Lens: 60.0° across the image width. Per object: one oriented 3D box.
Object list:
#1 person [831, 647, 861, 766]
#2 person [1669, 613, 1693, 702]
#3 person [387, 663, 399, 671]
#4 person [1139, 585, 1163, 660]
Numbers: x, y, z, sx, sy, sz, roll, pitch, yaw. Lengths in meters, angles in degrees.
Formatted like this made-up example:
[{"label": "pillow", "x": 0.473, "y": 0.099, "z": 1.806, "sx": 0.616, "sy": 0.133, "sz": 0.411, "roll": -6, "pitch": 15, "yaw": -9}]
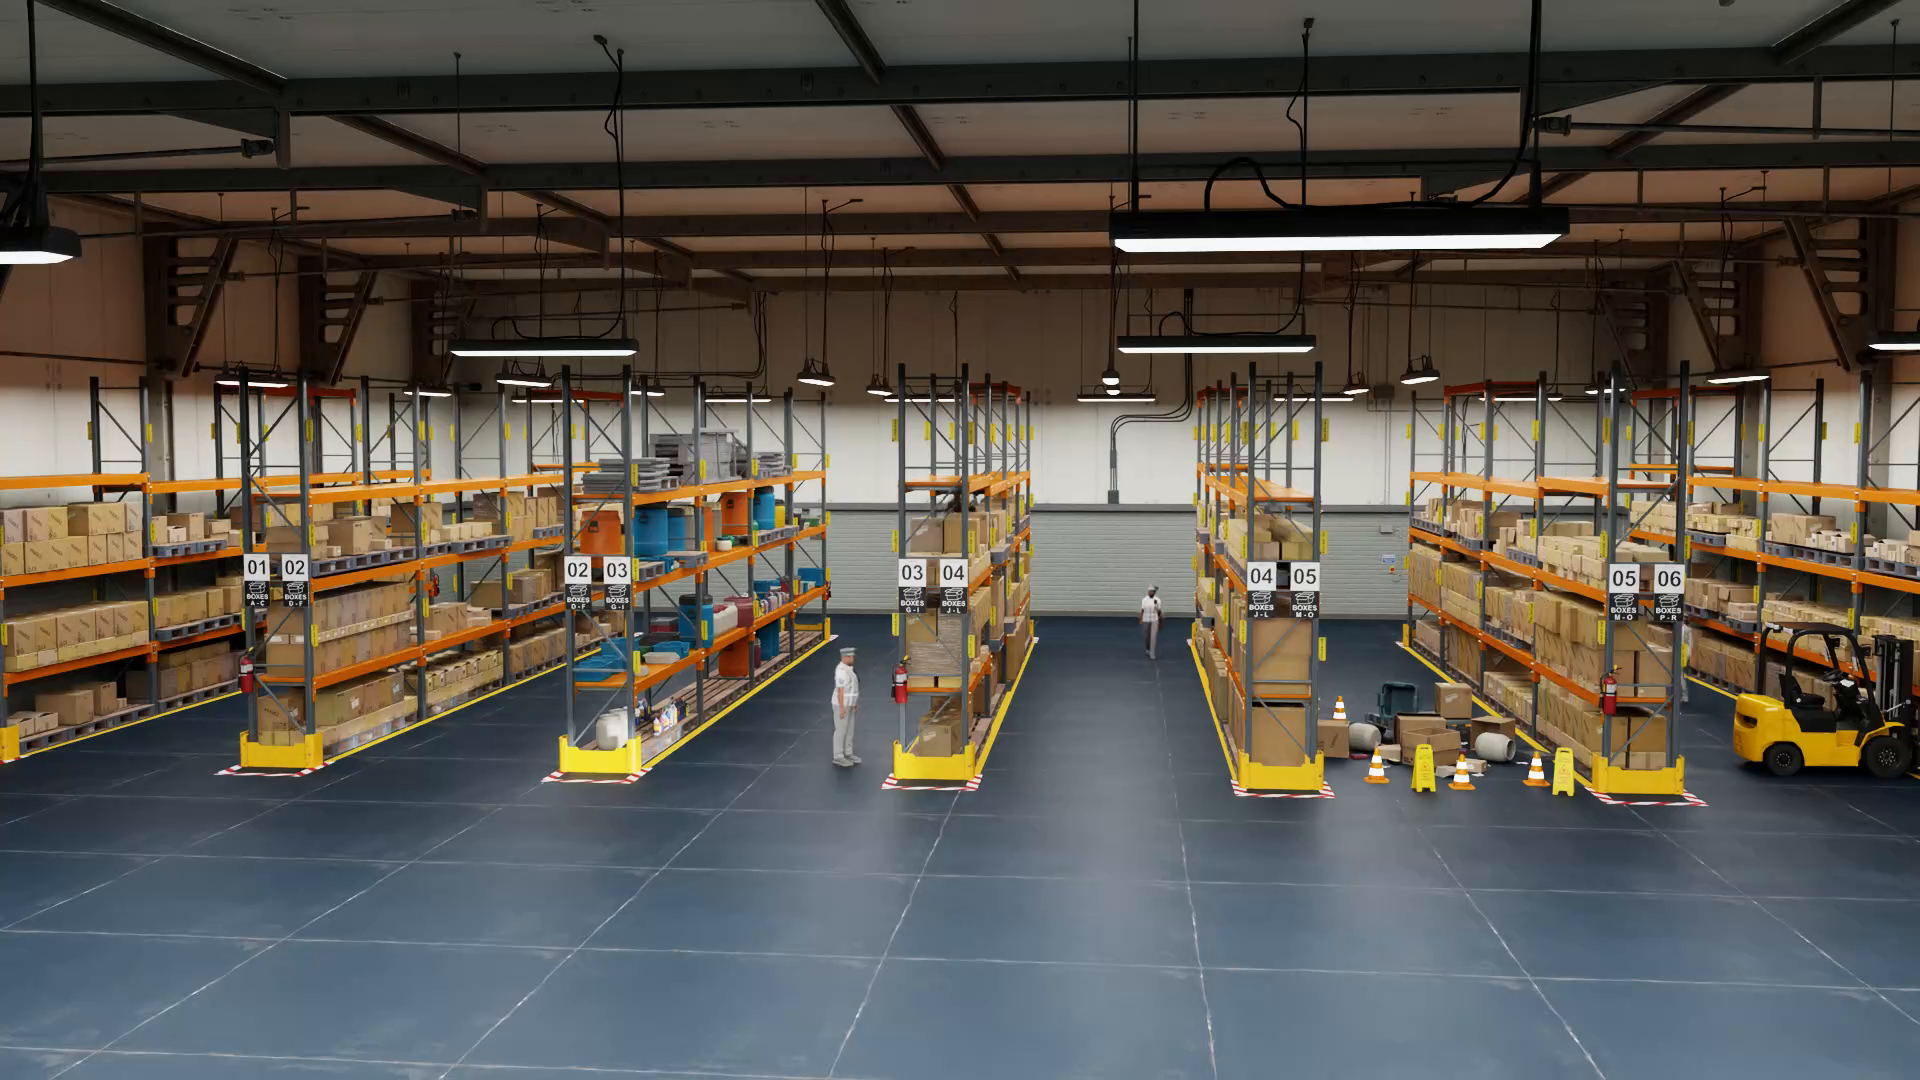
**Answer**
[{"label": "person", "x": -1.725, "y": 2.507, "z": 25.165, "sx": 0.440, "sy": 1.768, "sz": 0.553, "roll": 1, "pitch": 4, "yaw": 11}, {"label": "person", "x": 13.369, "y": 2.179, "z": 30.895, "sx": 0.564, "sy": 1.724, "sz": 0.651, "roll": -1, "pitch": 4, "yaw": -9}, {"label": "person", "x": -11.139, "y": 2.038, "z": 32.713, "sx": 0.480, "sy": 1.712, "sz": 0.605, "roll": -1, "pitch": 4, "yaw": -10}, {"label": "person", "x": 4.259, "y": 1.805, "z": 36.972, "sx": 0.512, "sy": 1.650, "sz": 0.928, "roll": 1, "pitch": 4, "yaw": 12}]
